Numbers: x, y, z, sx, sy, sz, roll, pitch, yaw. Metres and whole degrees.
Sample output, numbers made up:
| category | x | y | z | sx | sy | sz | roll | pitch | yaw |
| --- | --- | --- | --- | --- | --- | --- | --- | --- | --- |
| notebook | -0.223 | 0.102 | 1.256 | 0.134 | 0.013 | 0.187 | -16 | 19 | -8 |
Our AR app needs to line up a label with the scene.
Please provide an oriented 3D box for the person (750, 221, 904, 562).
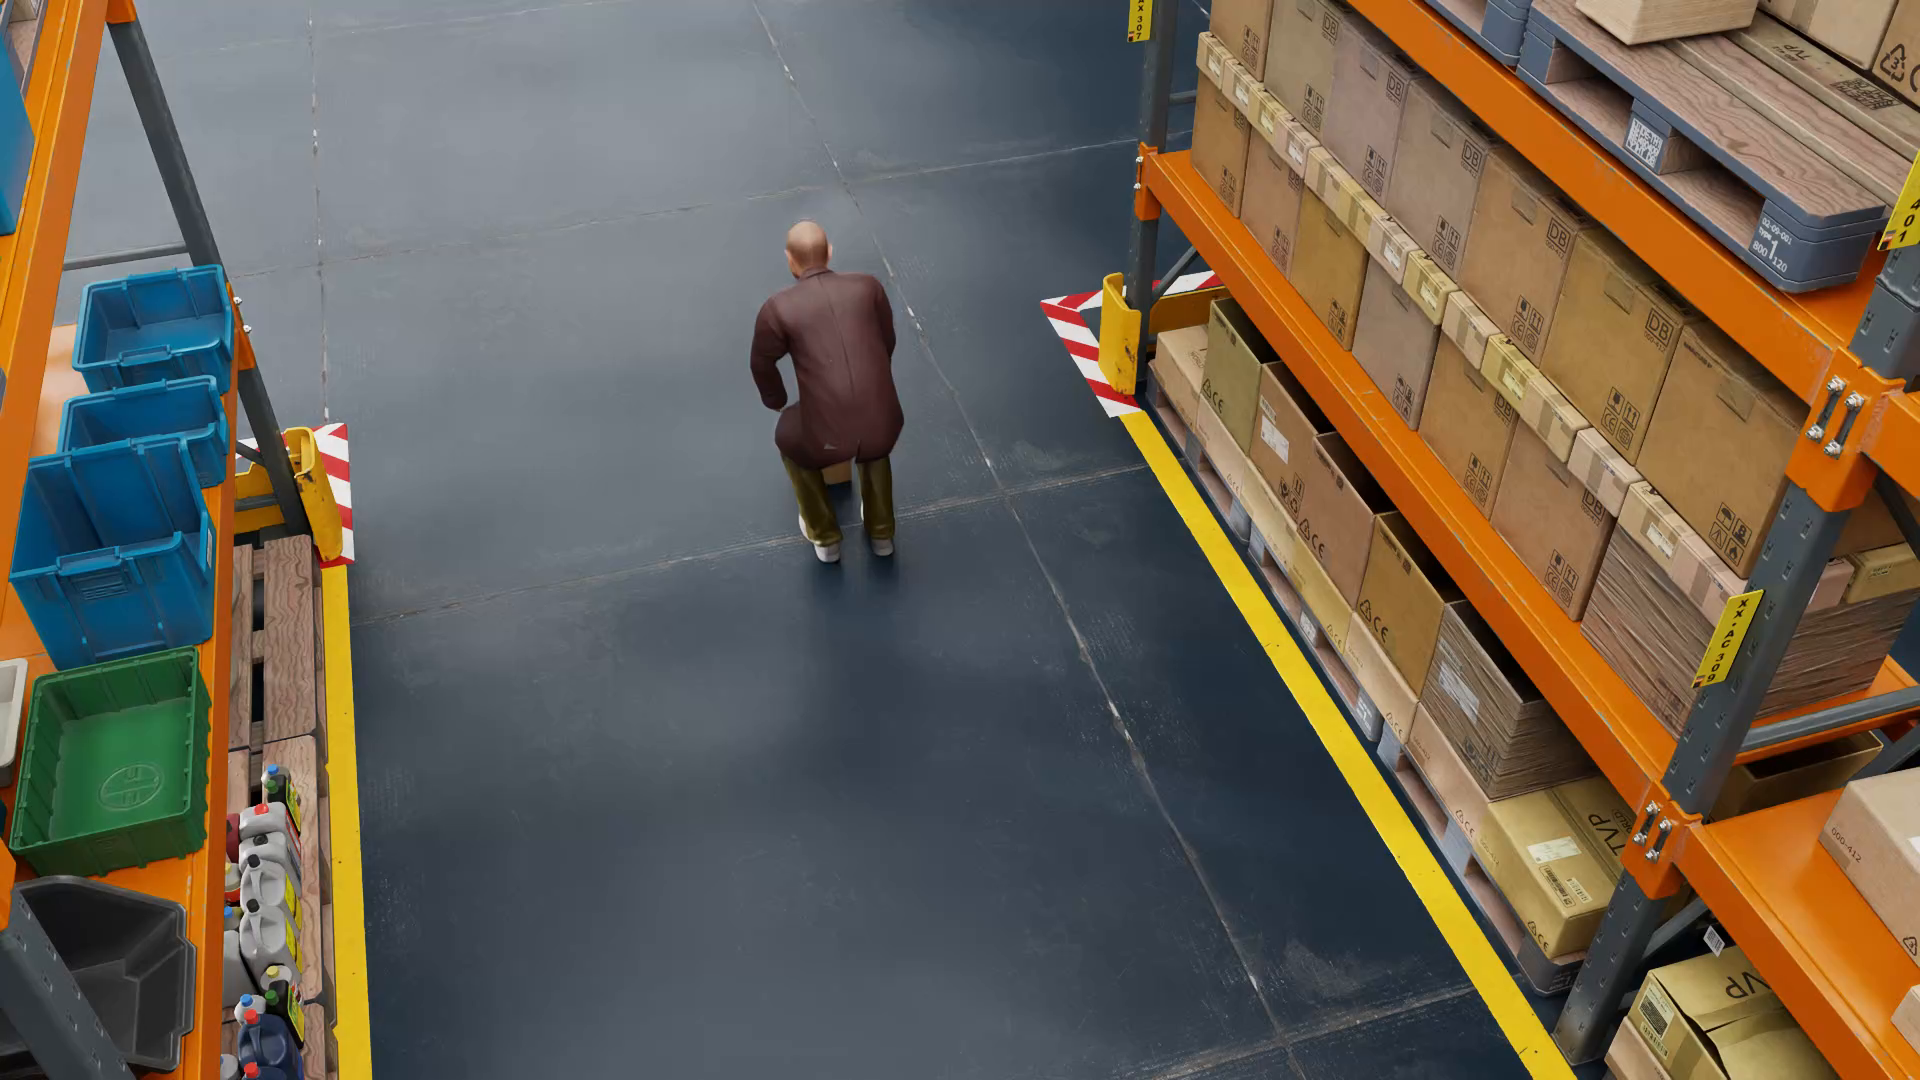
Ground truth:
| category | x | y | z | sx | sy | sz | roll | pitch | yaw |
| --- | --- | --- | --- | --- | --- | --- | --- | --- | --- |
| person | -0.546 | -0.576 | 7.044 | 0.630 | 1.482 | 0.680 | -12 | 43 | -13 |
